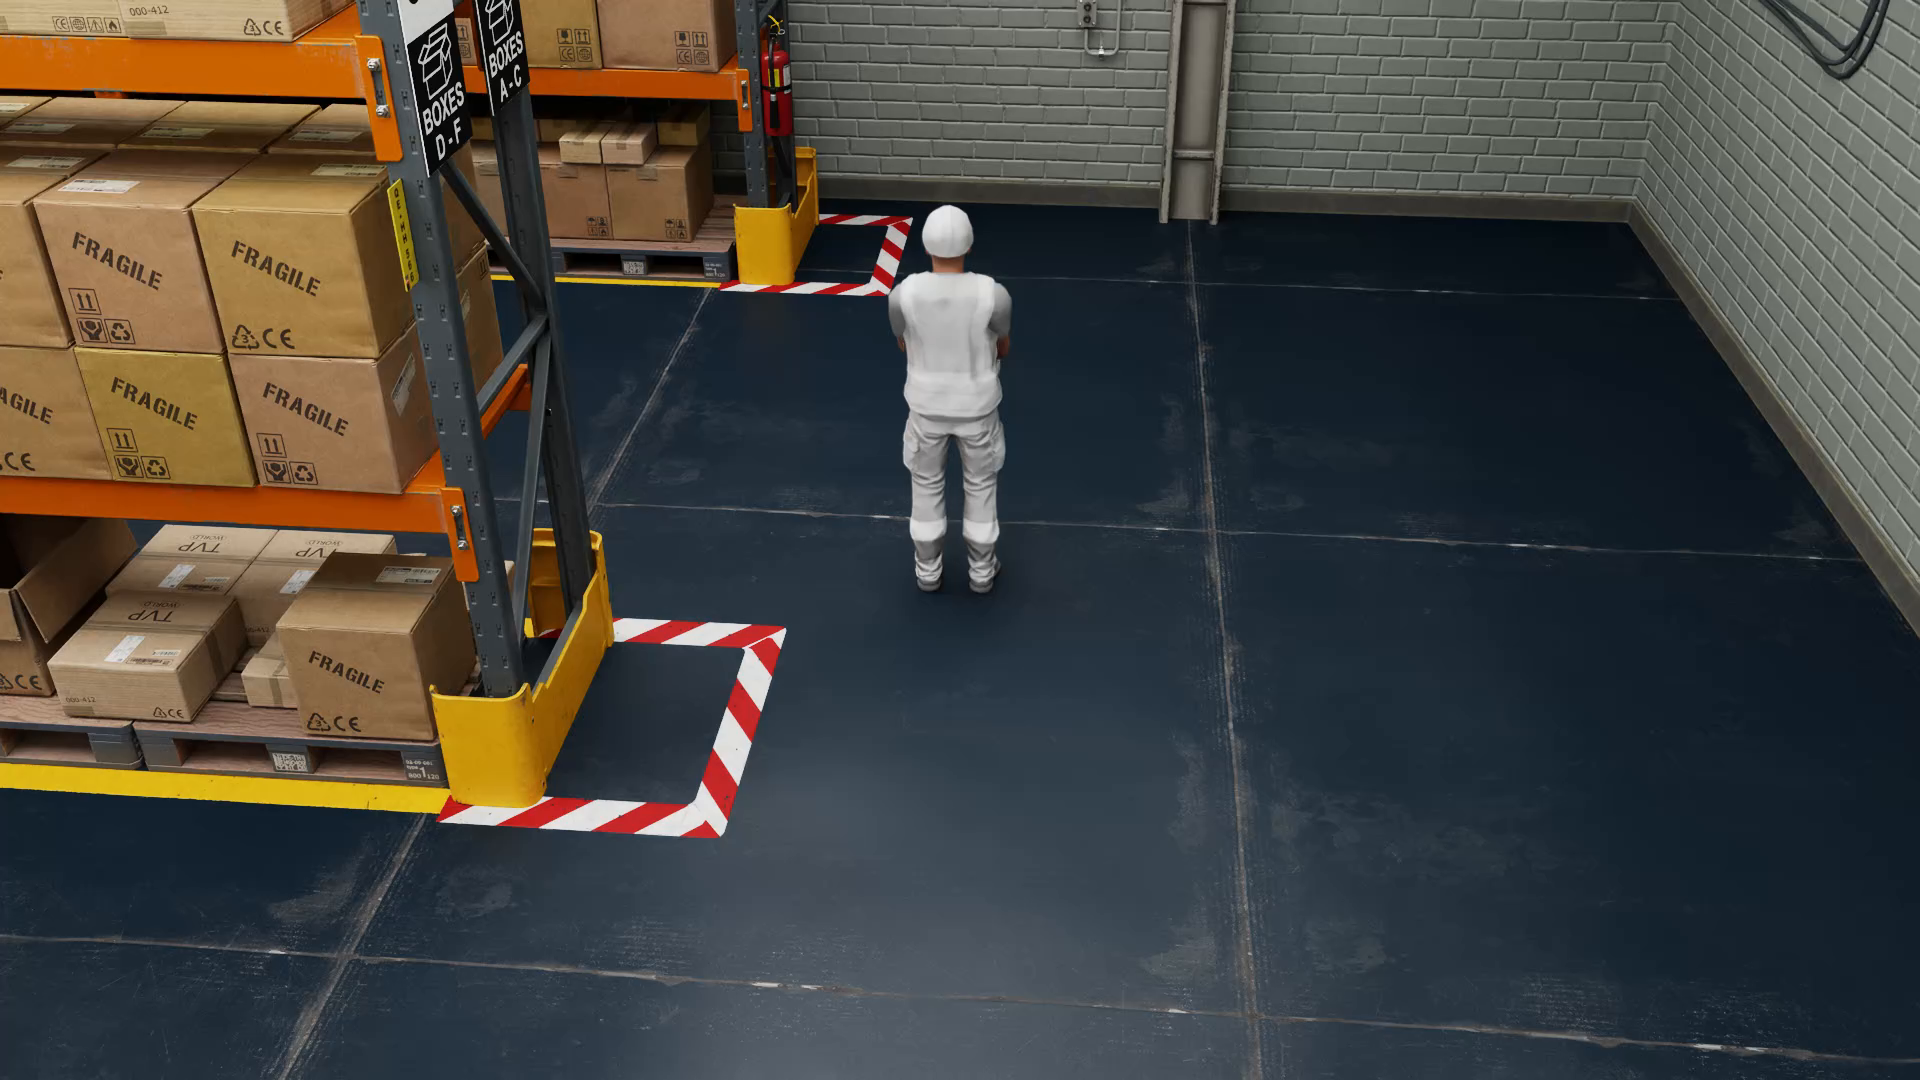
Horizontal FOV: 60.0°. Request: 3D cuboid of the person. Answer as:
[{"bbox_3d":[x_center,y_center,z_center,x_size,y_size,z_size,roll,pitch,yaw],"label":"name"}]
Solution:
[{"bbox_3d":[-0.029,-0.625,7.126,0.511,1.790,0.559,2,32,4],"label":"person"}]
